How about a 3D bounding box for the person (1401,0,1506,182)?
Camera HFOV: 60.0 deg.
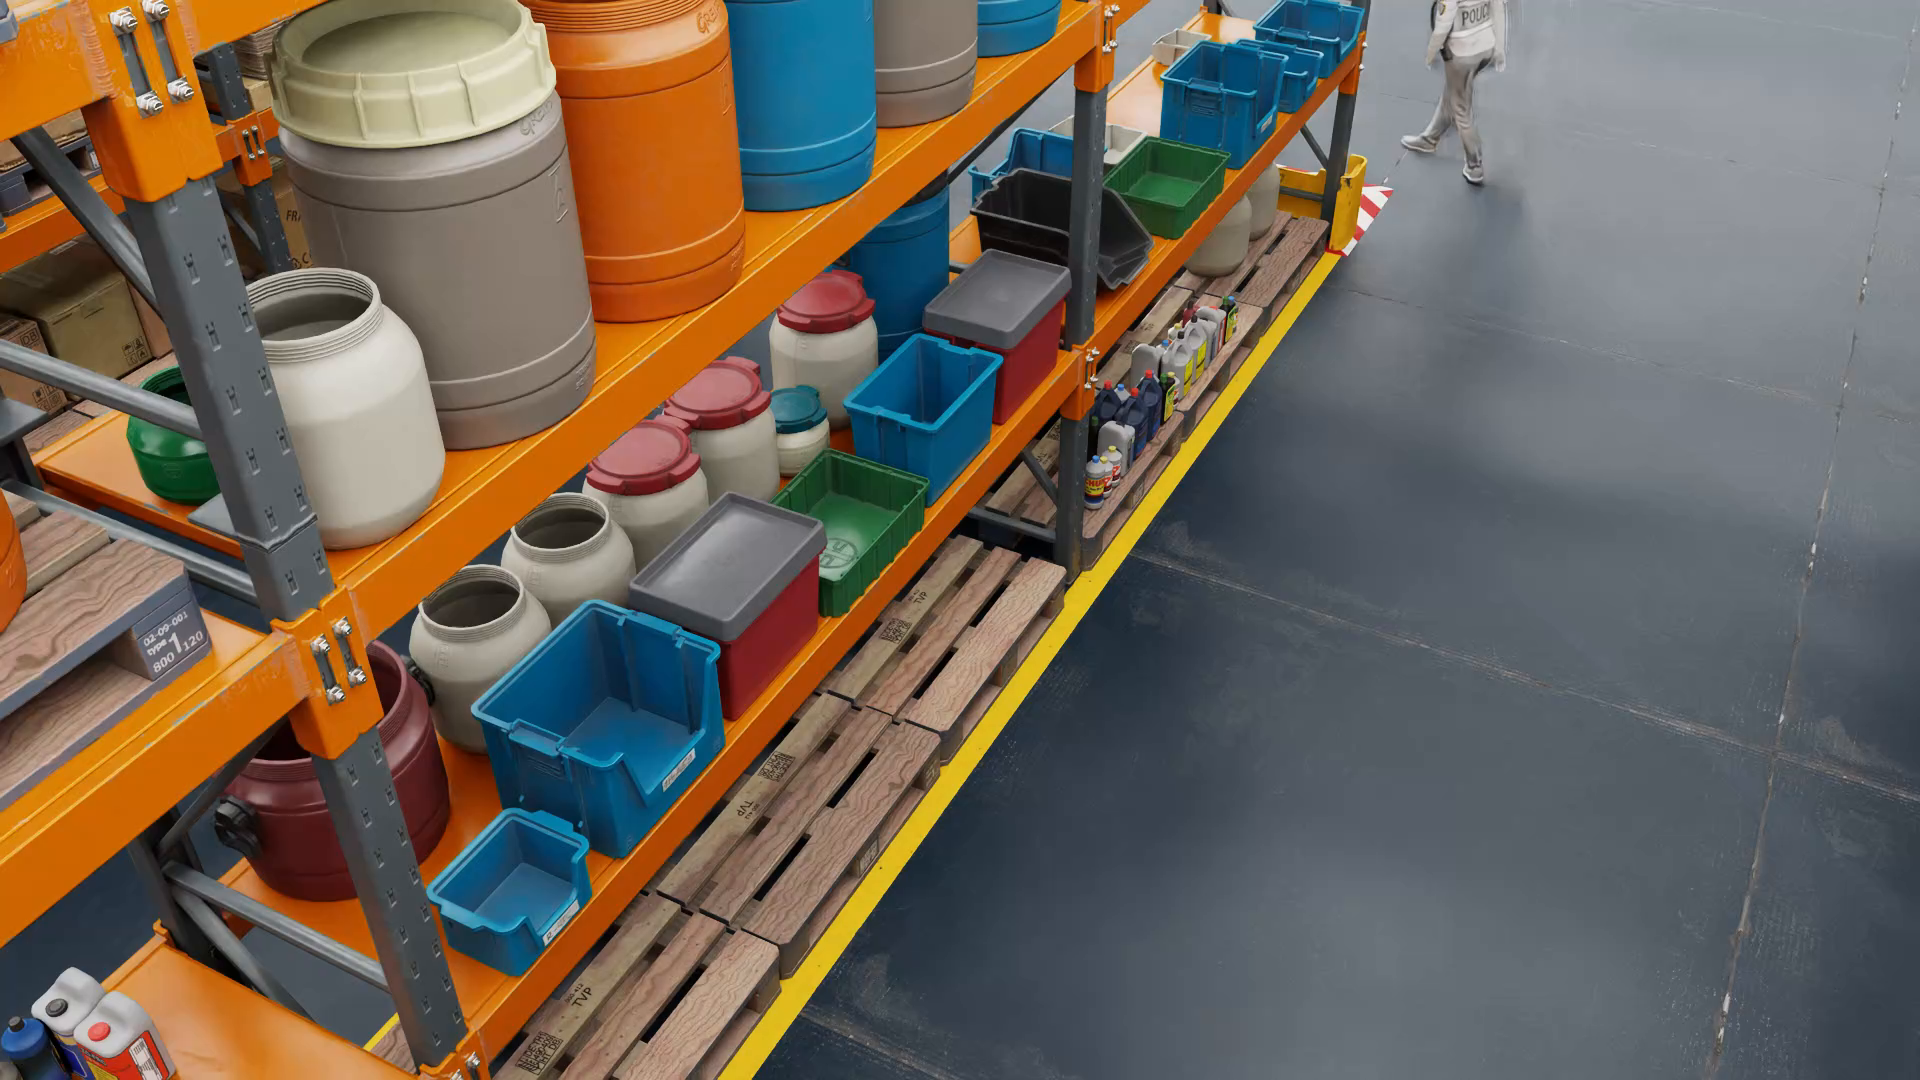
[{"bbox_3d":[3.228,-3.203,10.905,0.529,1.646,0.754,-22,43,-26],"label":"person"}]
